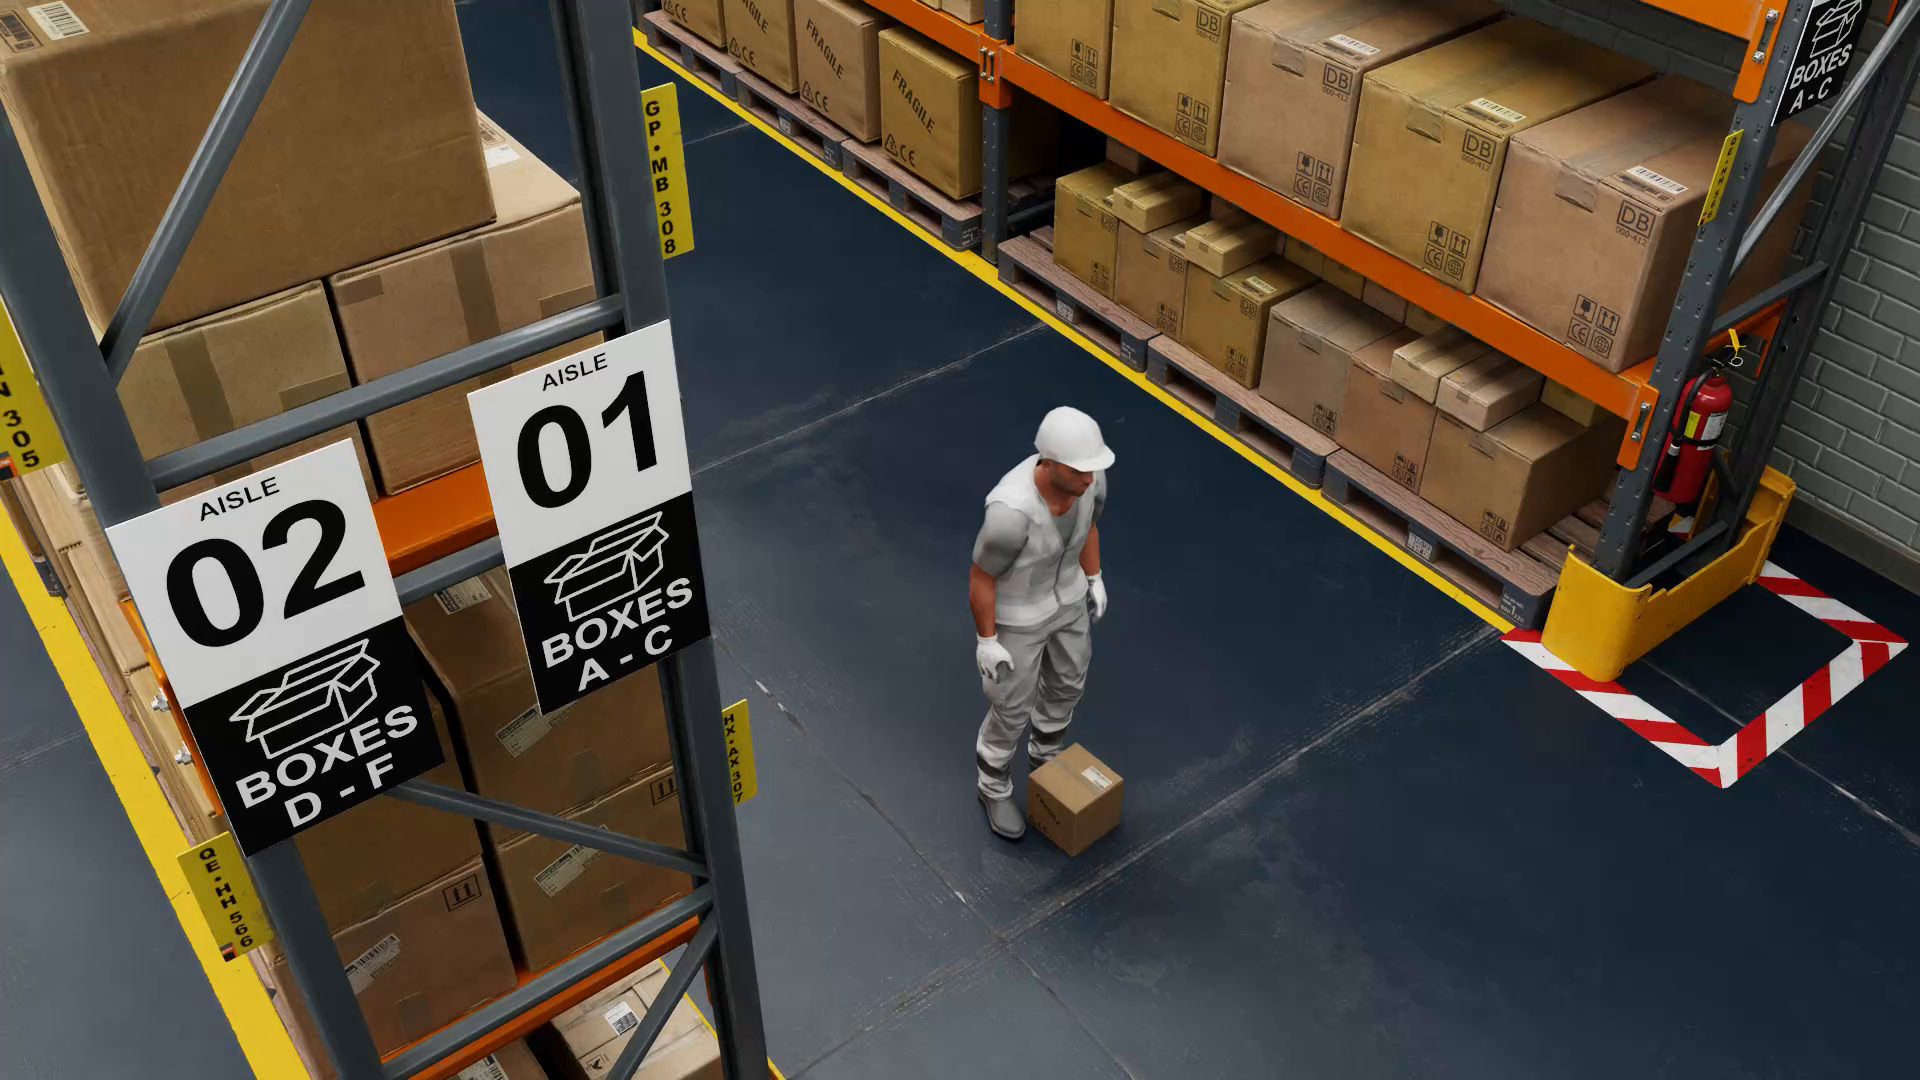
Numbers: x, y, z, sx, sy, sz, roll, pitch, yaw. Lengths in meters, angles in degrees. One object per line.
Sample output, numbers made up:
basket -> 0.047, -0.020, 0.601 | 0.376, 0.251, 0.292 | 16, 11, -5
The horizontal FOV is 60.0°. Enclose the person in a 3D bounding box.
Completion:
person -> 0.292, 0.264, 5.831 | 0.607, 1.777, 0.454 | -28, 48, -30
